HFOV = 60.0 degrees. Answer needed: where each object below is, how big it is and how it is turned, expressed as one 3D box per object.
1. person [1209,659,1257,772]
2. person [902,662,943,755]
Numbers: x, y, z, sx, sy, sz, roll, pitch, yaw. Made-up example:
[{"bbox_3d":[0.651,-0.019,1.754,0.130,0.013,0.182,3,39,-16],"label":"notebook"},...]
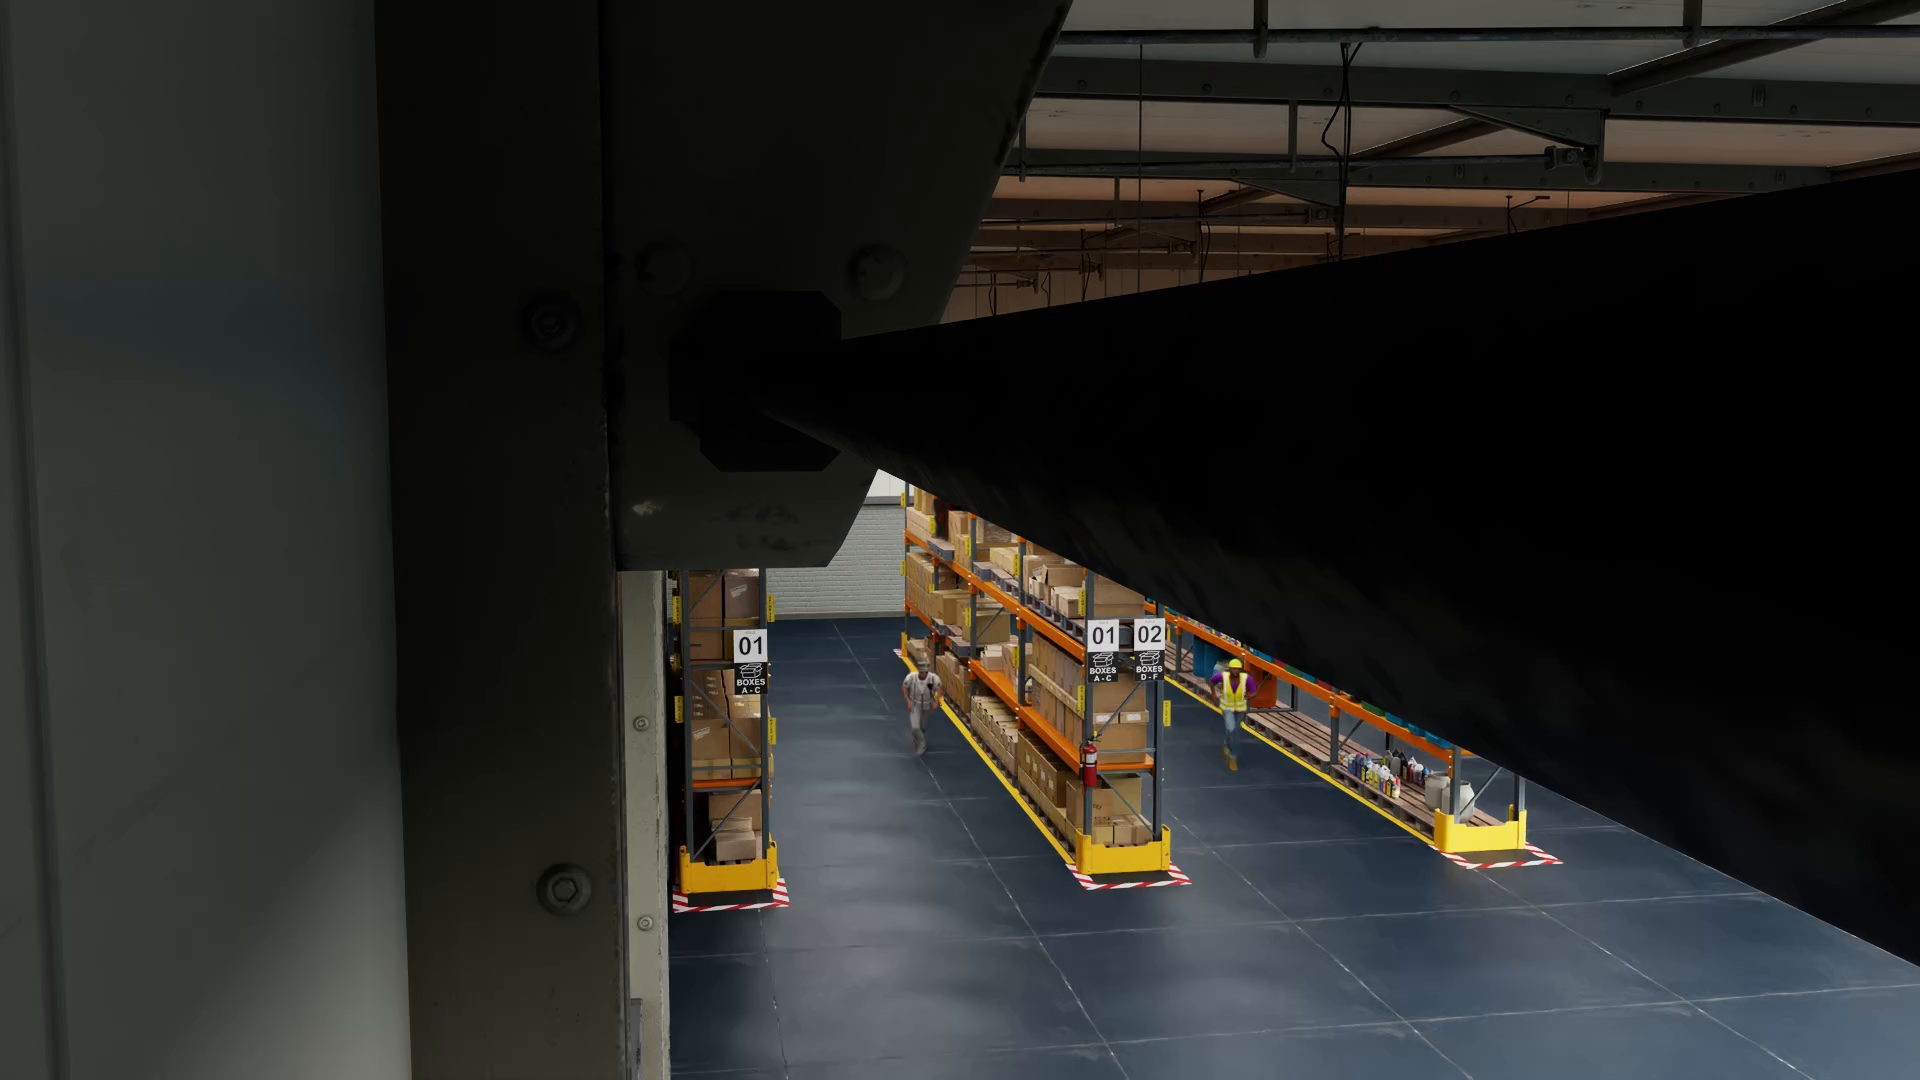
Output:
[{"bbox_3d":[4.340,2.732,26.512,0.693,1.776,0.977,-1,6,-6],"label":"person"},{"bbox_3d":[-0.622,2.728,27.394,0.669,1.593,1.003,-1,6,-5],"label":"person"}]
